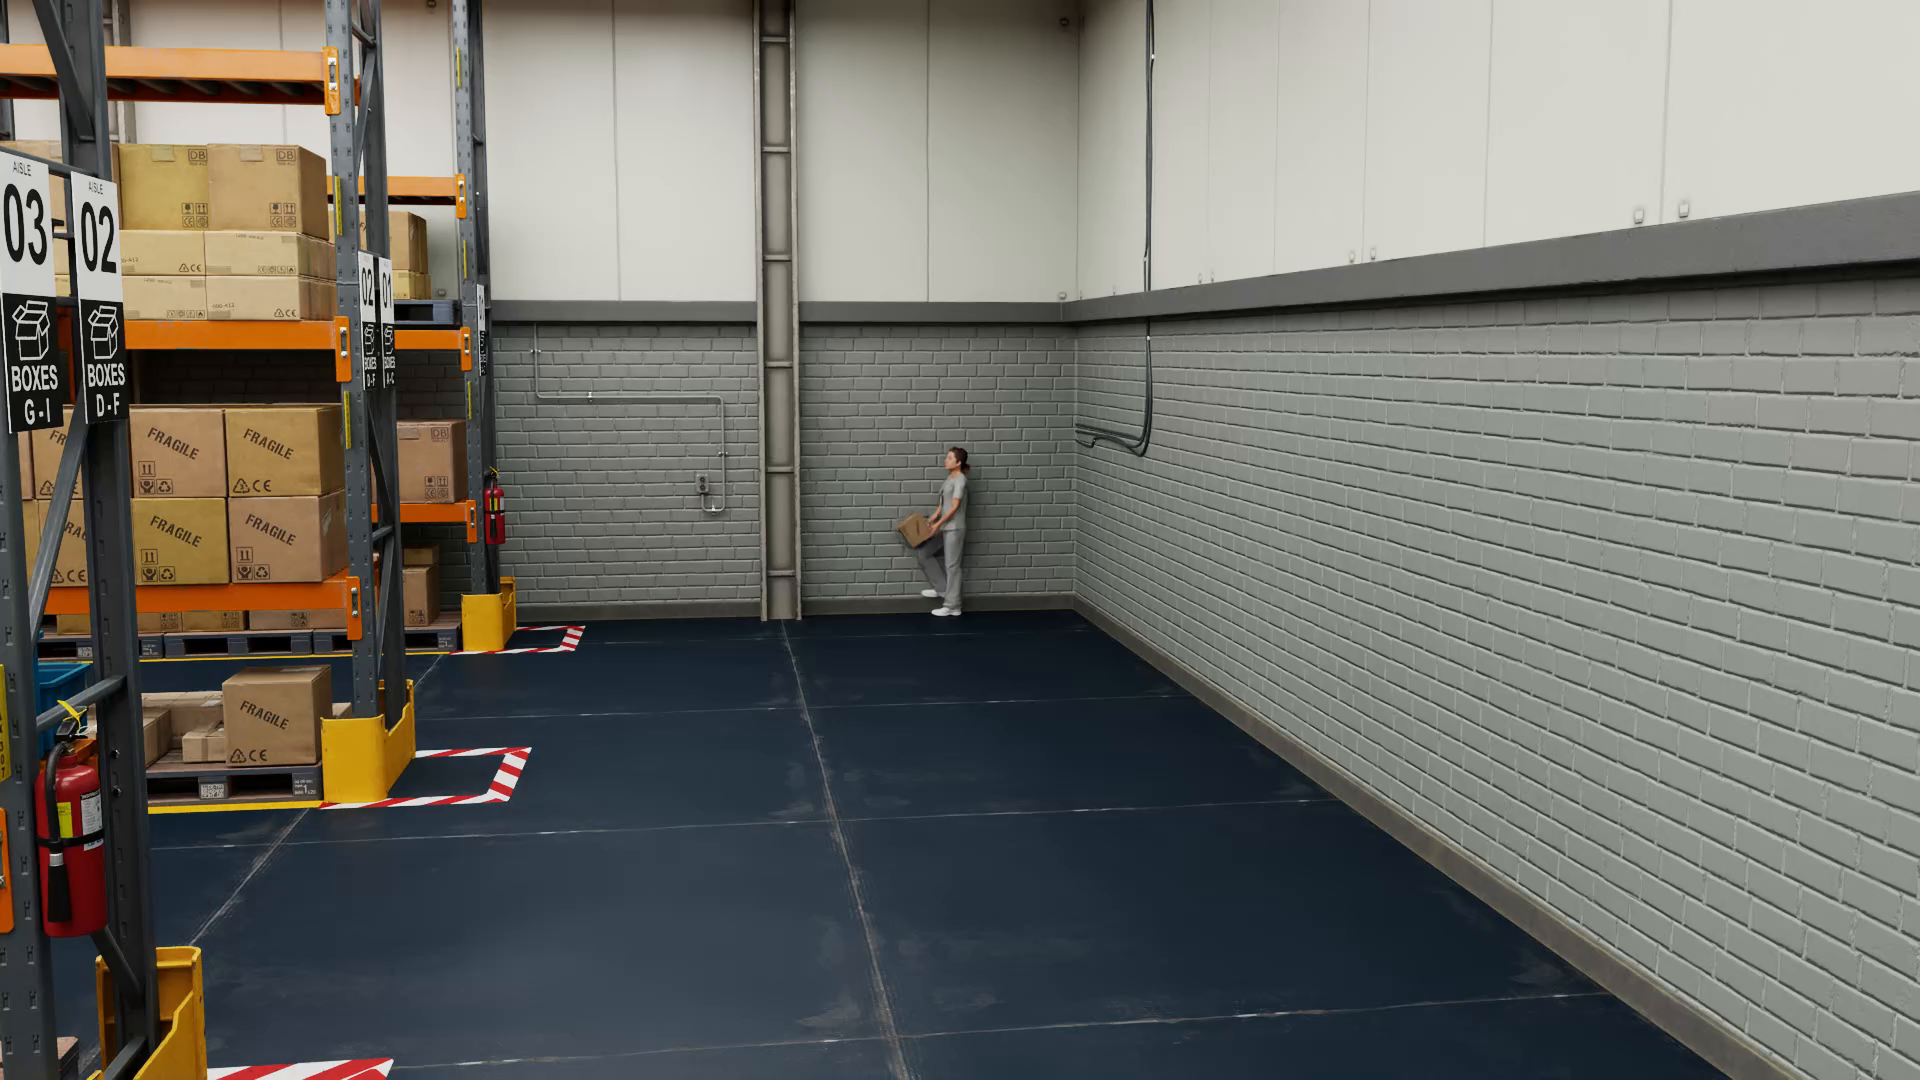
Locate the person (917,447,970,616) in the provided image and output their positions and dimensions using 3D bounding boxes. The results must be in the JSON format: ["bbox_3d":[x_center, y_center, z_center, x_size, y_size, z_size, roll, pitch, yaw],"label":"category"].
[{"bbox_3d":[-0.141,-0.090,16.521,0.518,1.679,0.485,-2,7,-13],"label":"person"}]
